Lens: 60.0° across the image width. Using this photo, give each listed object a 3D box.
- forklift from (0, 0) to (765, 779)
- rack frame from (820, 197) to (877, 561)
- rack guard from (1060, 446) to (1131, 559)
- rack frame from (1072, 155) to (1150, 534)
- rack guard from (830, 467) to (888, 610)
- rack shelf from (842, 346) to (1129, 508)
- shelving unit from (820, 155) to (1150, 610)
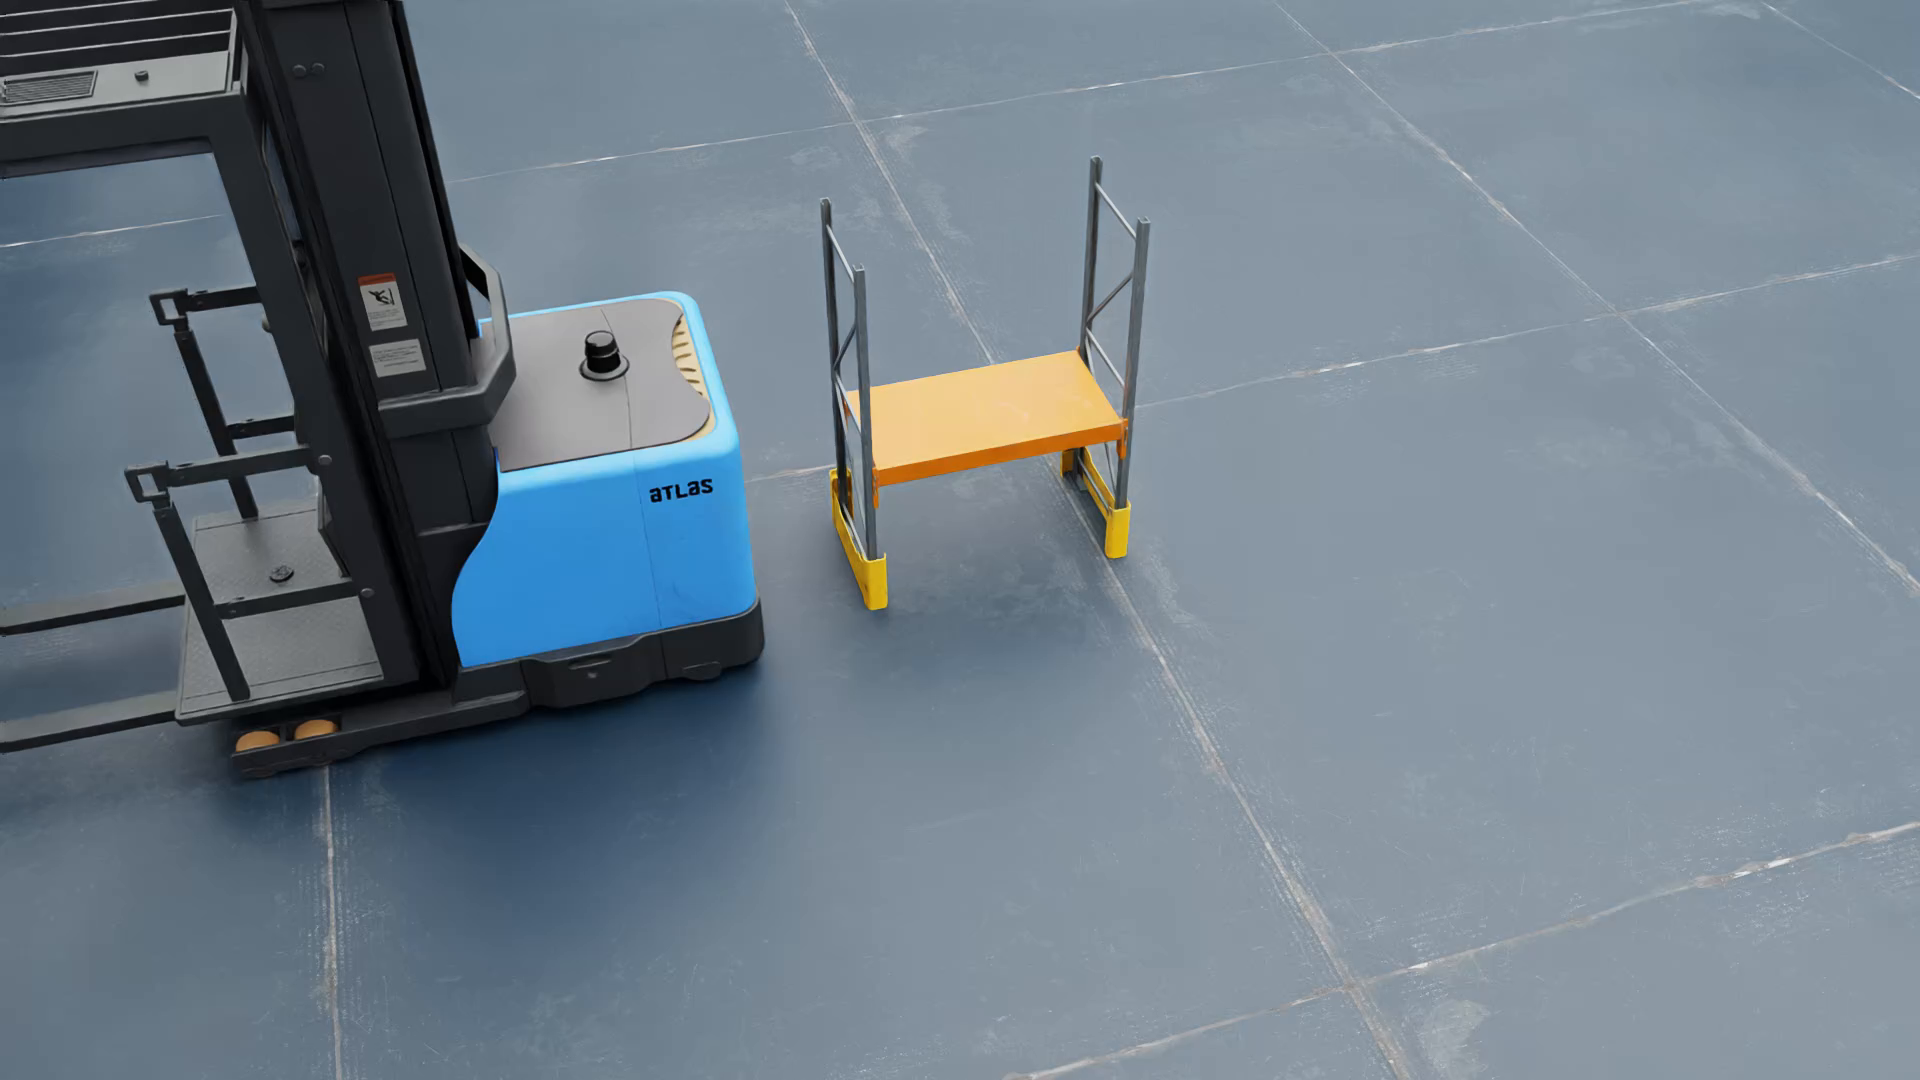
[{"bbox_3d":[-2.302,-0.665,5.283,3.031,2.935,1.130,-11,42,-12],"label":"forklift"},{"bbox_3d":[-0.404,-0.481,6.161,0.032,1.500,0.500,-12,42,-13],"label":"rack frame"},{"bbox_3d":[0.548,-0.208,6.798,0.087,0.250,0.587,-12,42,-13],"label":"rack guard"},{"bbox_3d":[0.566,-0.682,6.391,0.032,1.500,0.500,-12,42,-13],"label":"rack frame"},{"bbox_3d":[-0.402,-0.011,6.572,0.087,0.250,0.587,-12,42,-13],"label":"rack guard"},{"bbox_3d":[0.081,-0.446,6.394,1.000,0.185,0.538,-12,42,-13],"label":"rack shelf"},{"bbox_3d":[0.073,-0.580,6.274,1.083,1.500,0.587,-12,42,-13],"label":"shelving unit"}]
